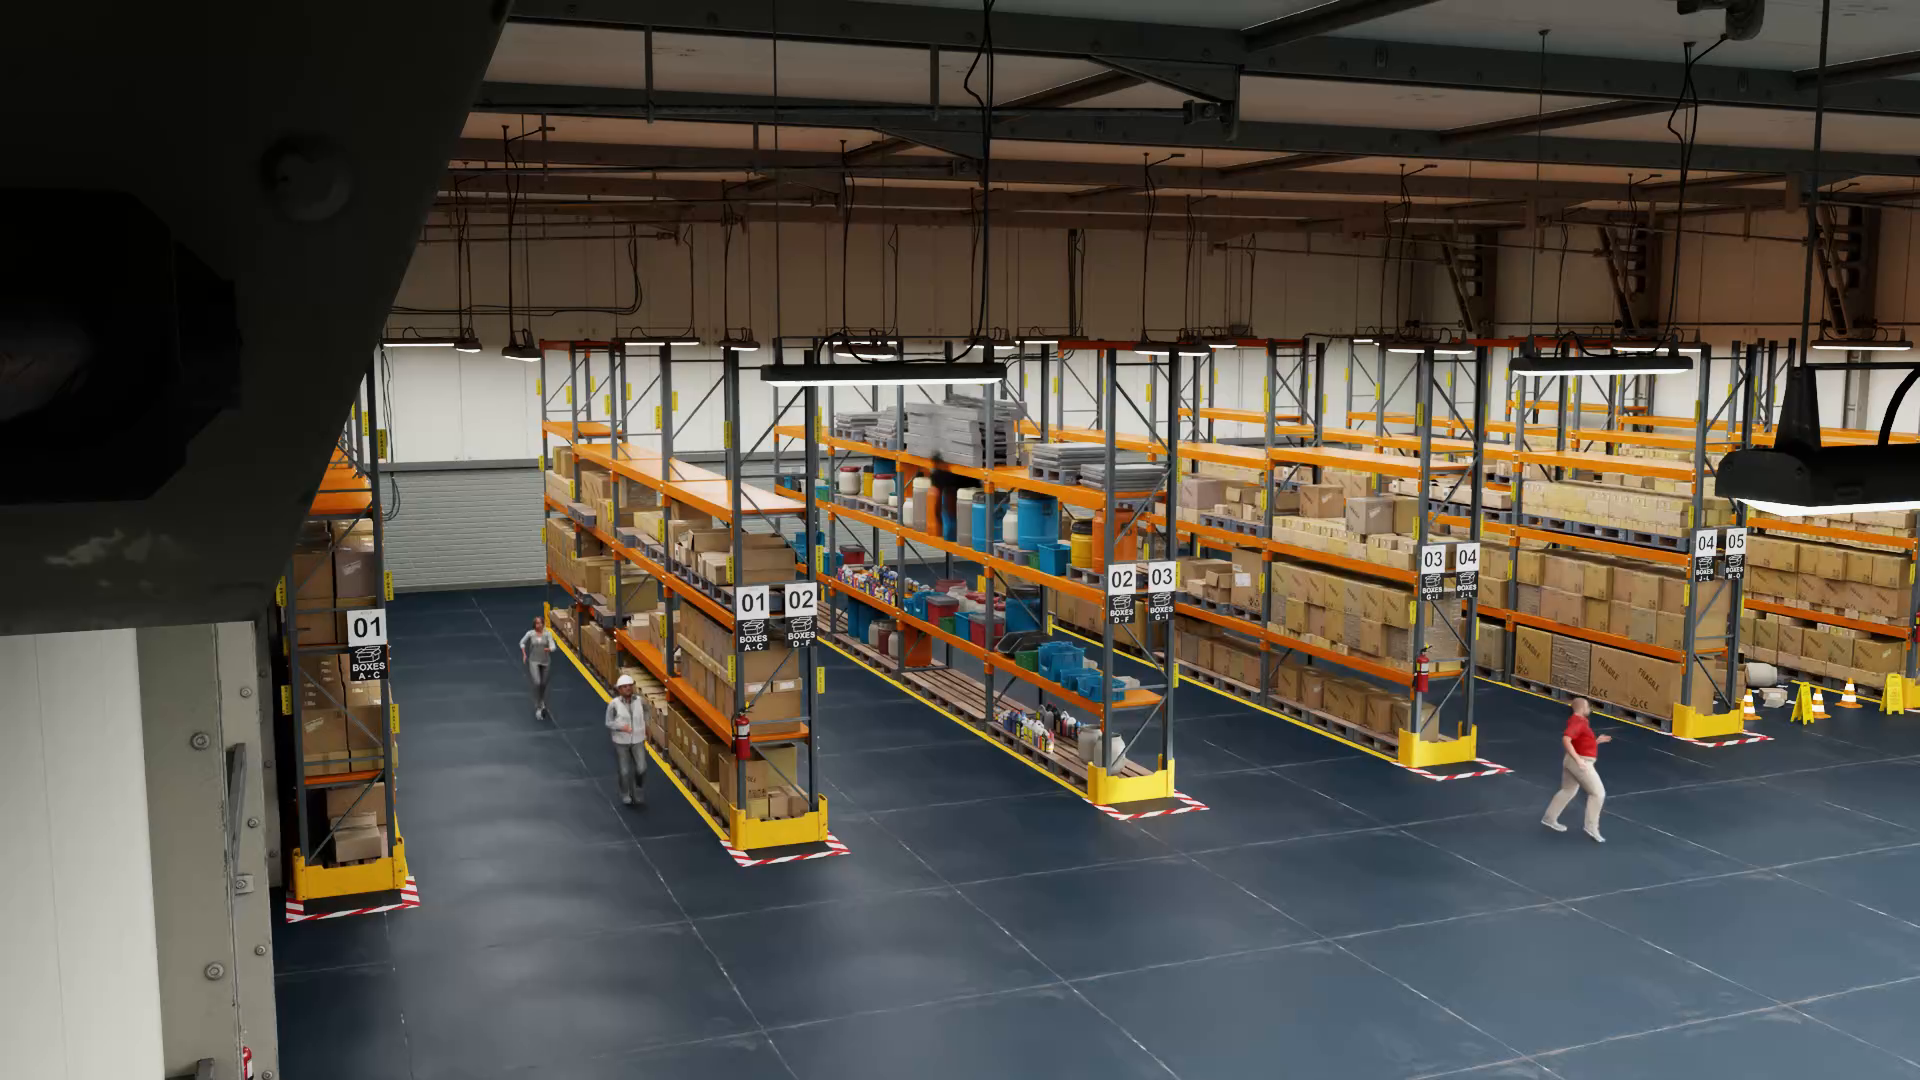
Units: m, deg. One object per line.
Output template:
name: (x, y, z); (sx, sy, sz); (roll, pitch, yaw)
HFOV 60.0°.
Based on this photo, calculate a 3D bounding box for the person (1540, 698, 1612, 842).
person: (7.615, 2.829, 20.493); (0.795, 1.802, 0.635); (0, 7, 2)

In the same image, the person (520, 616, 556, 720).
person: (-6.814, 2.038, 26.924); (0.510, 1.642, 0.733); (-4, 8, -26)

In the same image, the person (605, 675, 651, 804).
person: (-4.316, 2.629, 21.774); (0.635, 1.735, 0.650); (-3, 8, -22)
